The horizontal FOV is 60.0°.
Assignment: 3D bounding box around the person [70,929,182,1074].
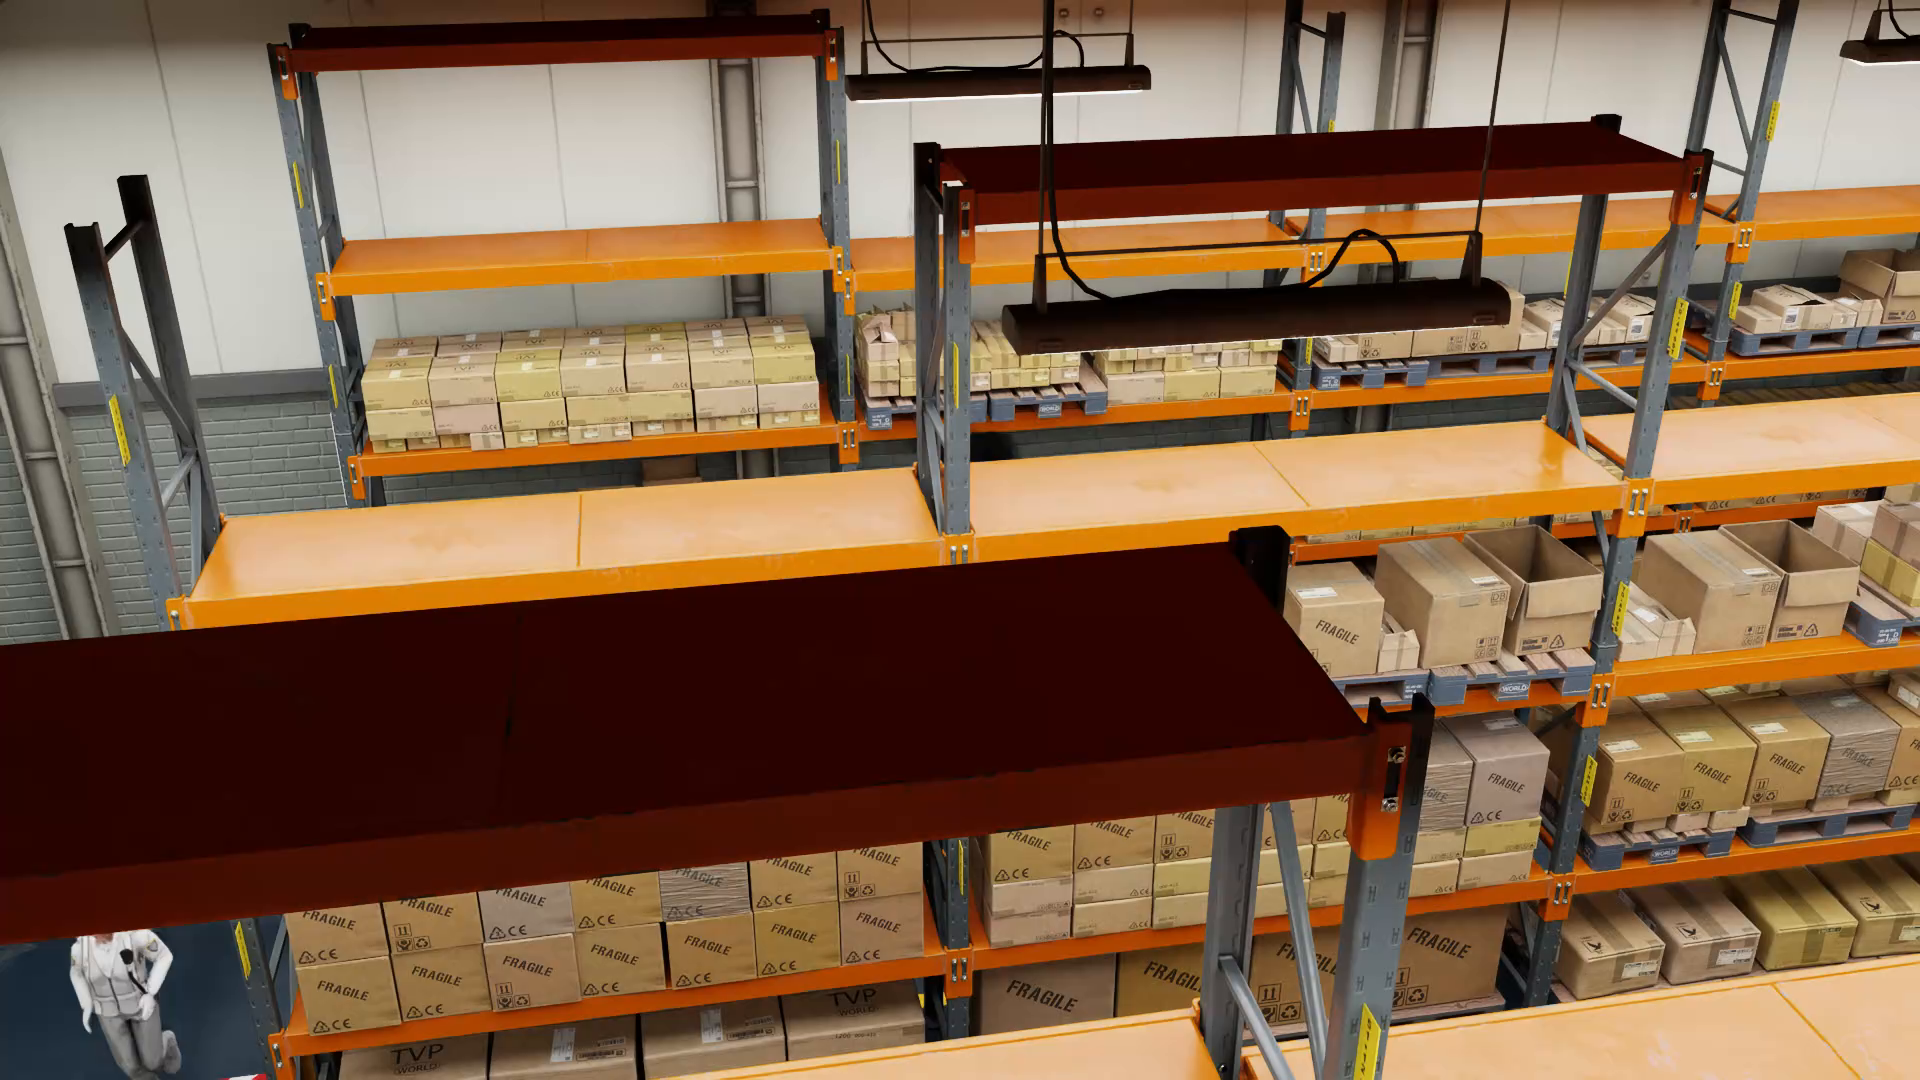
[{"bbox_3d":[-5.214,2.894,10.413,0.599,1.652,0.524,-6,26,-12],"label":"person"}]
